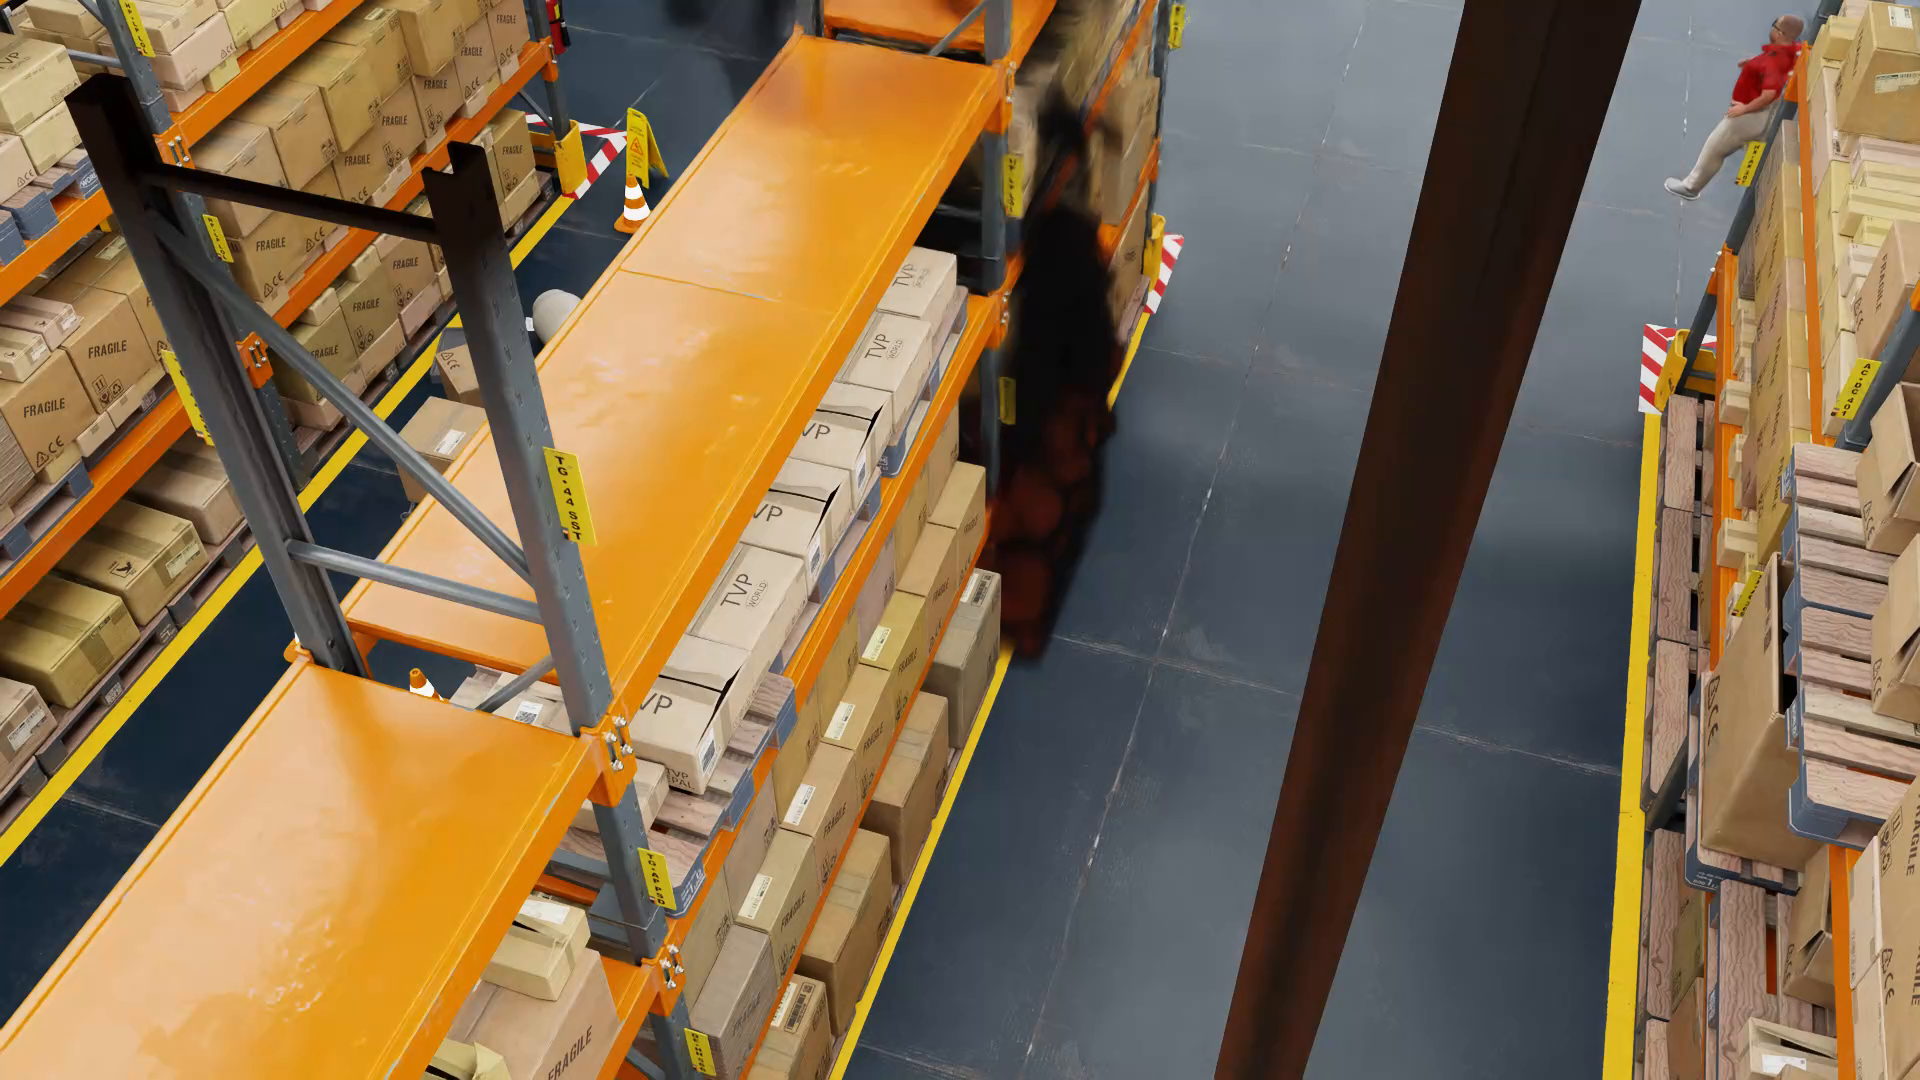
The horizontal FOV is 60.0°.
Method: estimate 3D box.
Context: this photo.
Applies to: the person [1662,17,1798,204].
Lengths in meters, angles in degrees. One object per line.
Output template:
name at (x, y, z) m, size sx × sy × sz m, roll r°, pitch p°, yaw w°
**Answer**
person at (6.025, -3.211, 12.782) m, size 0.669 × 1.749 × 0.934 m, roll -23°, pitch 50°, yaw -21°
